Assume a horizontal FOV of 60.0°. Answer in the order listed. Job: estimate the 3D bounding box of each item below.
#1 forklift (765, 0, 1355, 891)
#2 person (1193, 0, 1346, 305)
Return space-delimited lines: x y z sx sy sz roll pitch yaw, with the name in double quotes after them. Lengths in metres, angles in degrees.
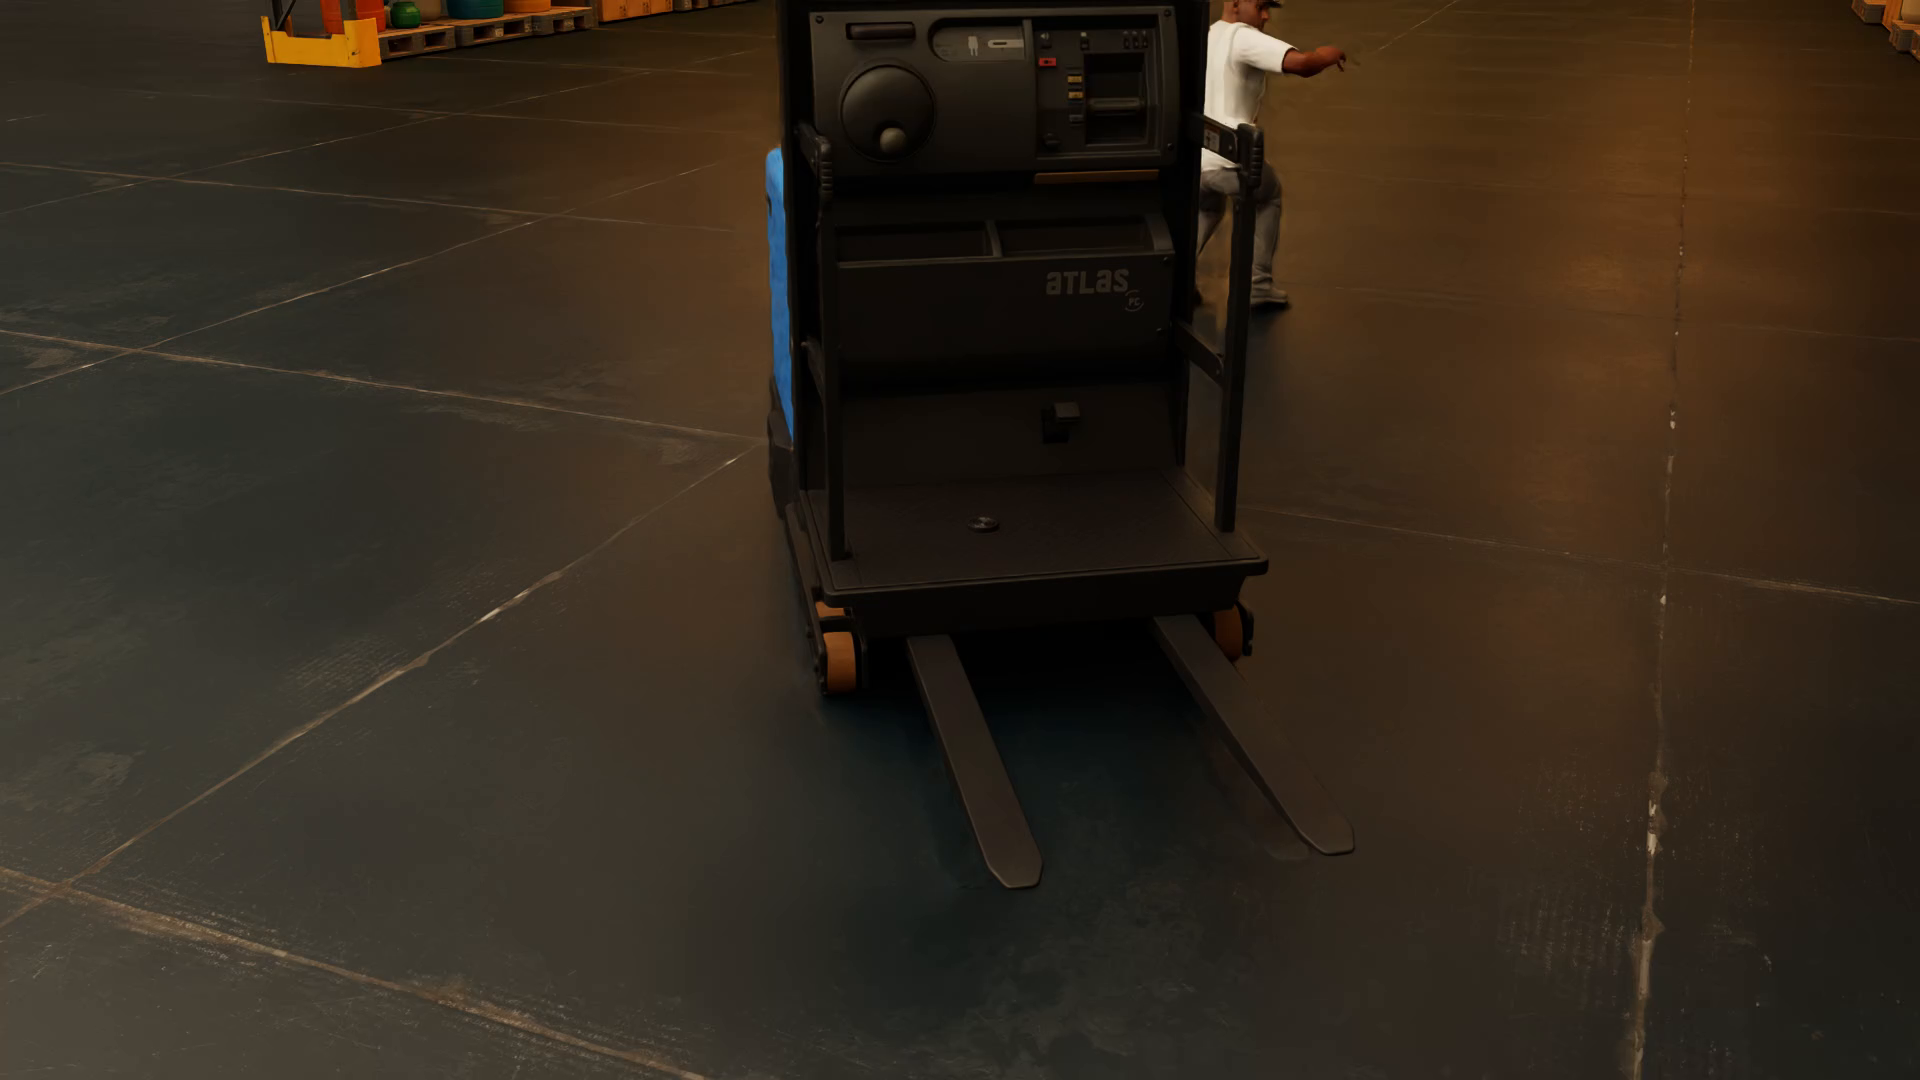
0.135 -1.114 3.958 1.130 2.935 3.031 -4 23 -10 "forklift"
1.323 -1.797 7.489 0.837 1.479 0.992 18 29 36 "person"
